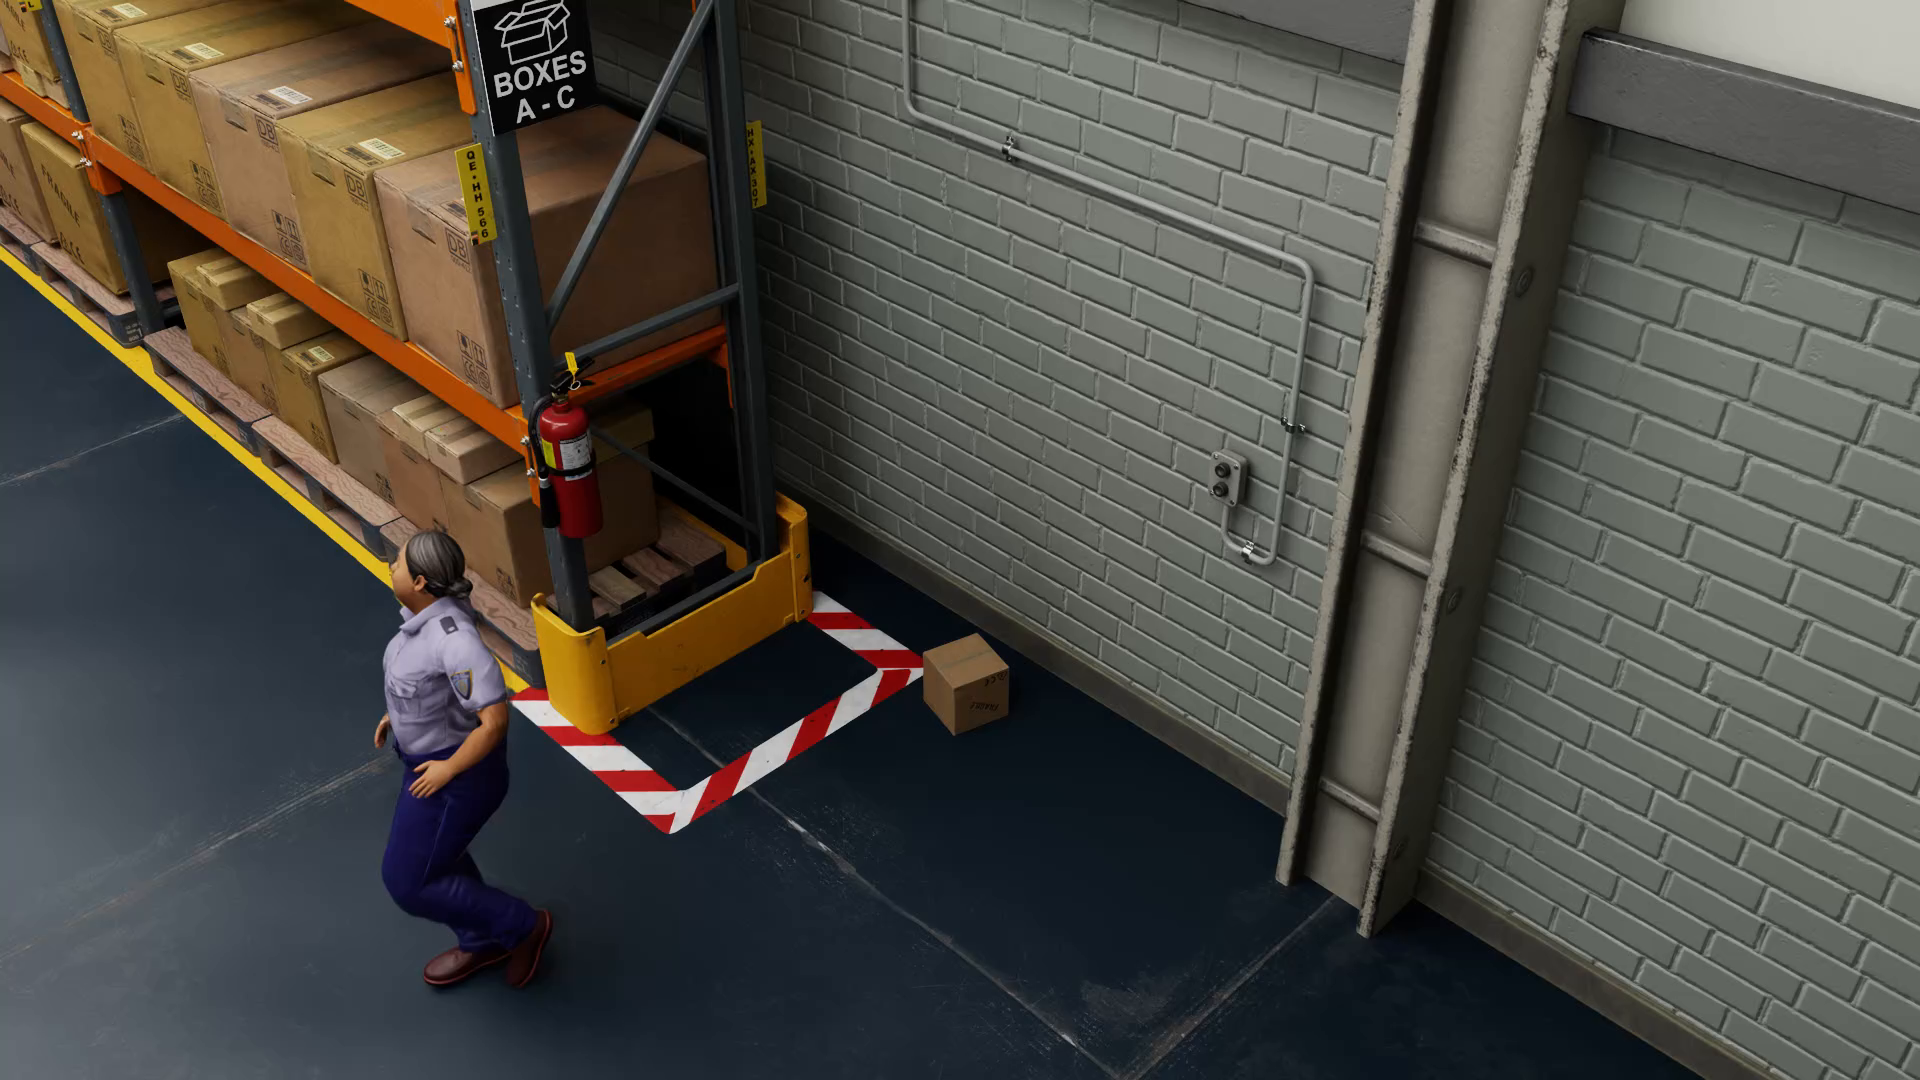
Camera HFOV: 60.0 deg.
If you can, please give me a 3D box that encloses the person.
[{"bbox_3d":[-1.627,0.693,5.236,0.482,1.572,0.660,-10,37,-14],"label":"person"}]
